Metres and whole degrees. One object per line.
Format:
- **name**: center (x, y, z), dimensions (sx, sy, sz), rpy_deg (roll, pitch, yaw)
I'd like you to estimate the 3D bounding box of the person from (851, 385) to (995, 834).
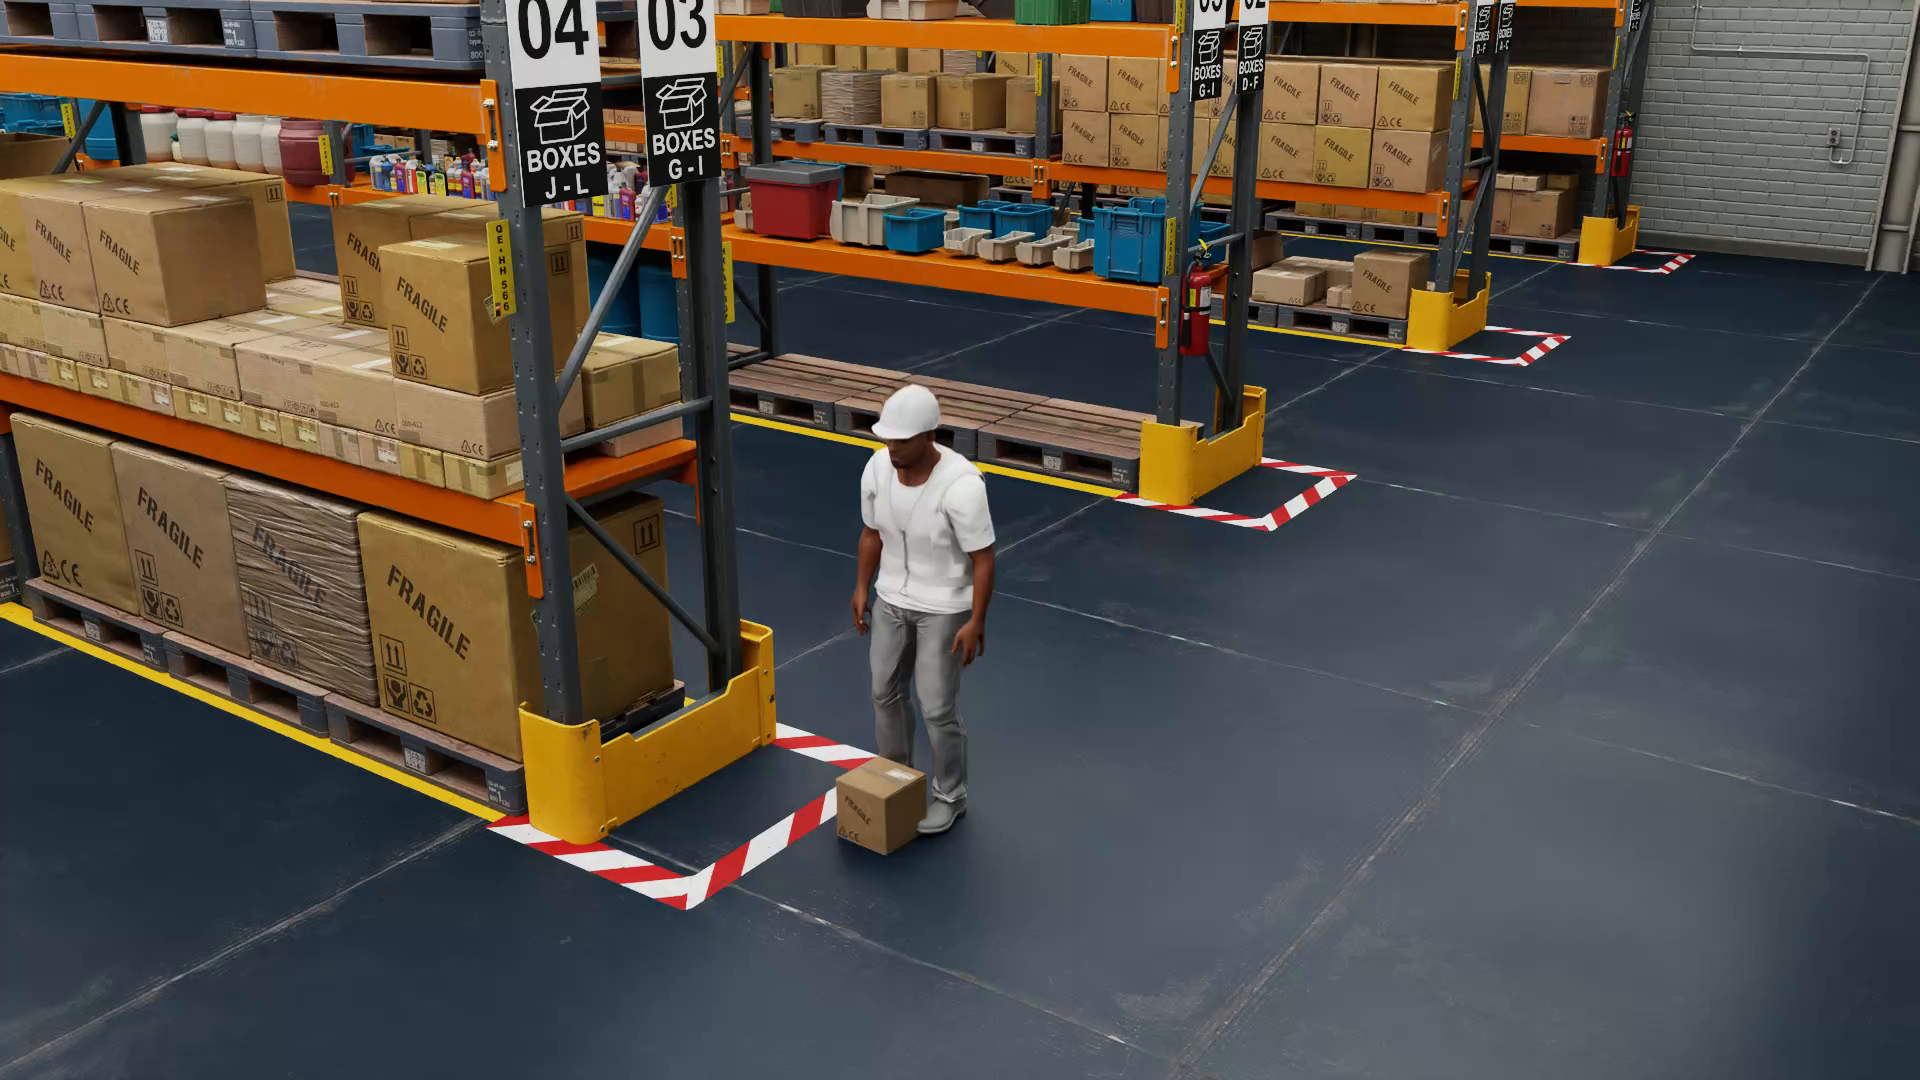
- **person**: center (-0.159, 0.252, 6.341), dimensions (0.622, 1.759, 0.462), rpy_deg (15, 24, 35)
